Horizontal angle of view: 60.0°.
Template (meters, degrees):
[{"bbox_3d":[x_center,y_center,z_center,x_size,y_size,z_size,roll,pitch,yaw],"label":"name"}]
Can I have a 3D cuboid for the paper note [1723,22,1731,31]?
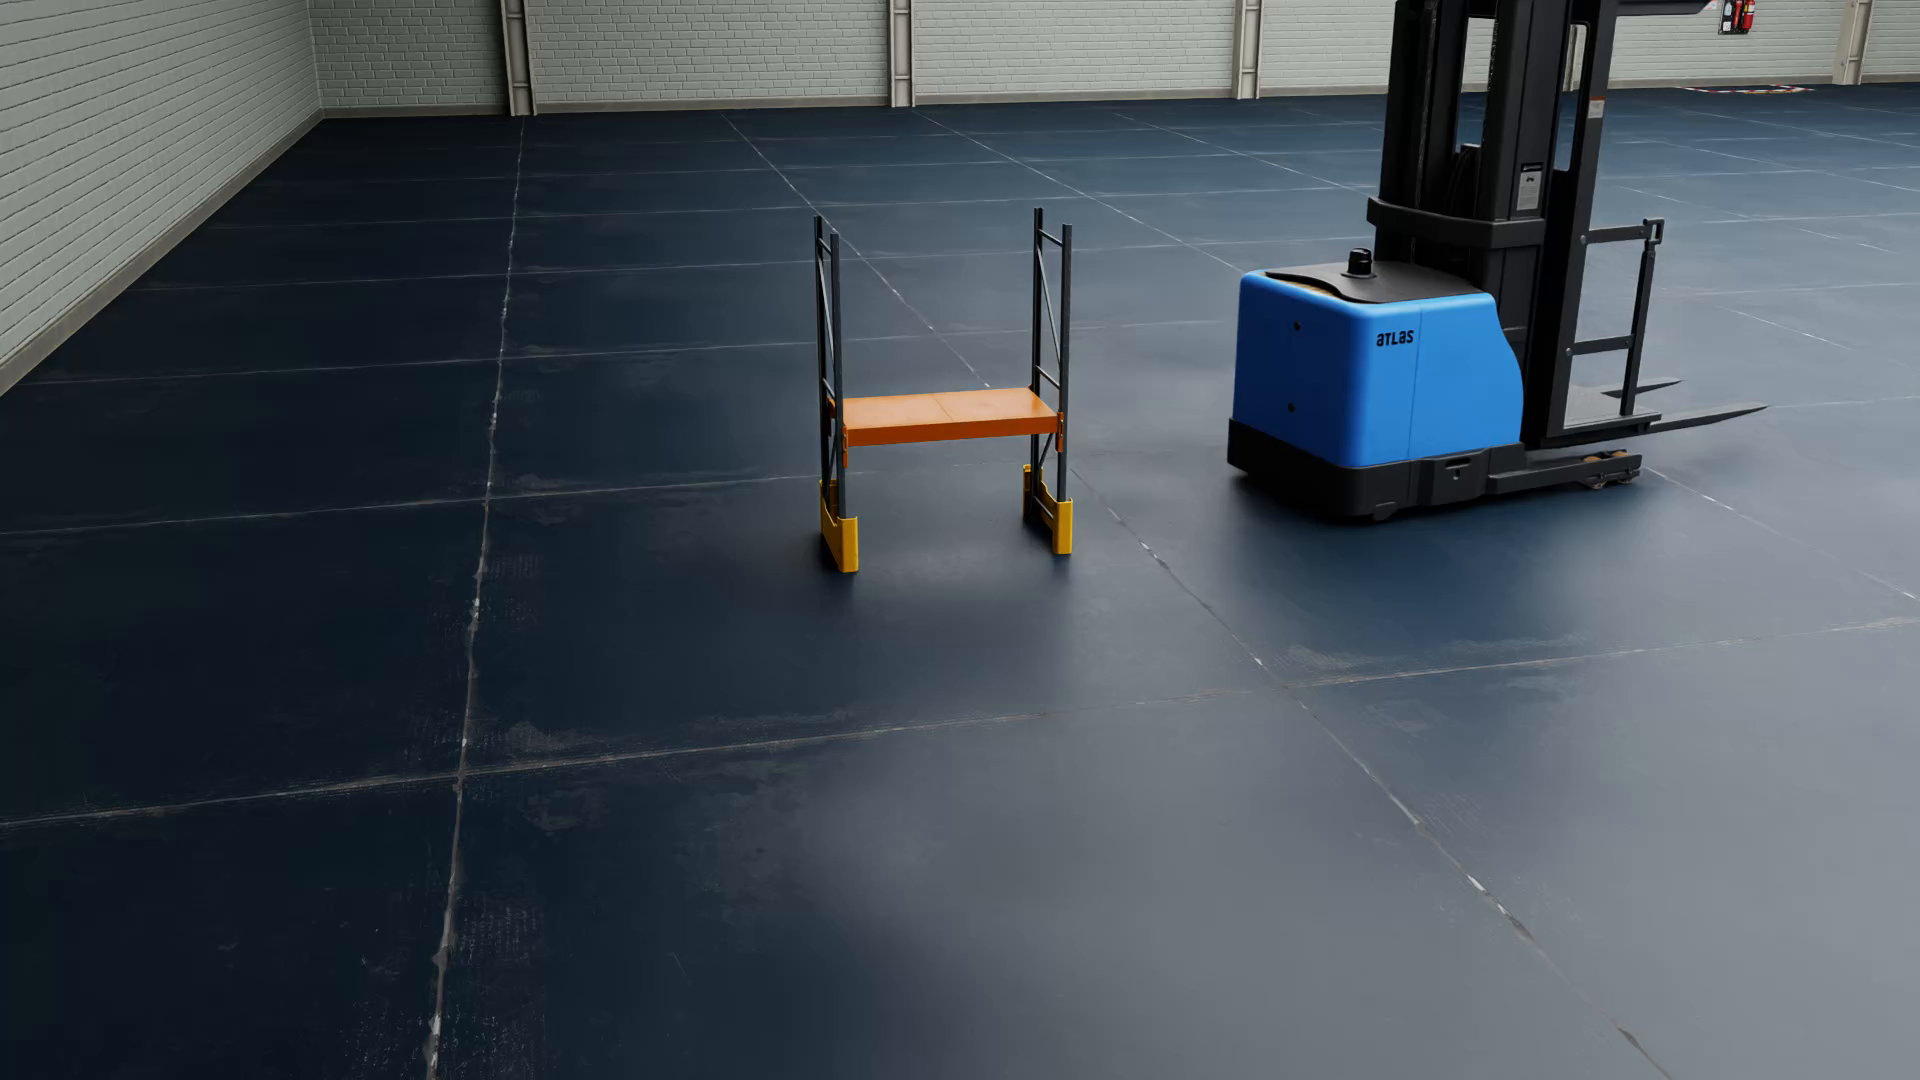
[{"bbox_3d":[13.959,-9.350,30.258,0.142,0.148,0.016,-5,21,-12],"label":"paper note"}]

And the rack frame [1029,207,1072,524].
[{"bbox_3d":[0.412,-0.738,7.648,0.032,1.500,0.500,-5,21,-12],"label":"rack frame"}]

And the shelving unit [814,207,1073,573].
[{"bbox_3d":[-0.074,-0.698,7.540,1.083,1.500,0.587,-5,21,-12],"label":"shelving unit"}]

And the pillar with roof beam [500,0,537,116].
[{"bbox_3d":[-5.805,-9.413,20.429,0.400,9.000,9.100,-5,21,-12],"label":"pillar with roof beam"}]

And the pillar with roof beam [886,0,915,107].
[{"bbox_3d":[0.034,-9.888,21.726,0.400,9.000,9.100,-5,21,-12],"label":"pillar with roof beam"}]

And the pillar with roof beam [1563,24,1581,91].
[{"bbox_3d":[11.712,-10.838,24.319,0.400,9.000,9.100,-5,21,-12],"label":"pillar with roof beam"}]

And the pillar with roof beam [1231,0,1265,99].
[{"bbox_3d":[5.873,-10.363,23.022,0.400,9.000,9.100,-5,21,-12],"label":"pillar with roof beam"}]

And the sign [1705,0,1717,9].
[{"bbox_3d":[13.585,-9.762,30.050,0.234,0.329,0.001,-5,21,-12],"label":"sign"}]

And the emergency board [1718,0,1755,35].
[{"bbox_3d":[14.147,-9.754,30.082,0.643,1.169,0.194,-5,21,-12],"label":"emergency board"}]

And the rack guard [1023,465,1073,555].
[{"bbox_3d":[0.410,-0.151,7.863,0.087,0.250,0.587,-5,21,-12],"label":"rack guard"}]

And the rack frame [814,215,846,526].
[{"bbox_3d":[-0.578,-0.657,7.428,0.032,1.500,0.500,-5,21,-12],"label":"rack frame"}]

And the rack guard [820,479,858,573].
[{"bbox_3d":[-0.559,-0.072,7.648,0.087,0.250,0.587,-5,21,-12],"label":"rack guard"}]

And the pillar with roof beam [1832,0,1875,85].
[{"bbox_3d":[17.551,-11.313,25.615,0.400,9.000,9.100,-5,21,-12],"label":"pillar with roof beam"}]

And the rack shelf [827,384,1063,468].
[{"bbox_3d":[-0.083,-0.529,7.600,1.000,0.185,0.538,-5,21,-12],"label":"rack shelf"}]

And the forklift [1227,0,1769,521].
[{"bbox_3d":[2.960,-1.792,8.445,3.031,2.935,1.130,-9,22,-23],"label":"forklift"}]
